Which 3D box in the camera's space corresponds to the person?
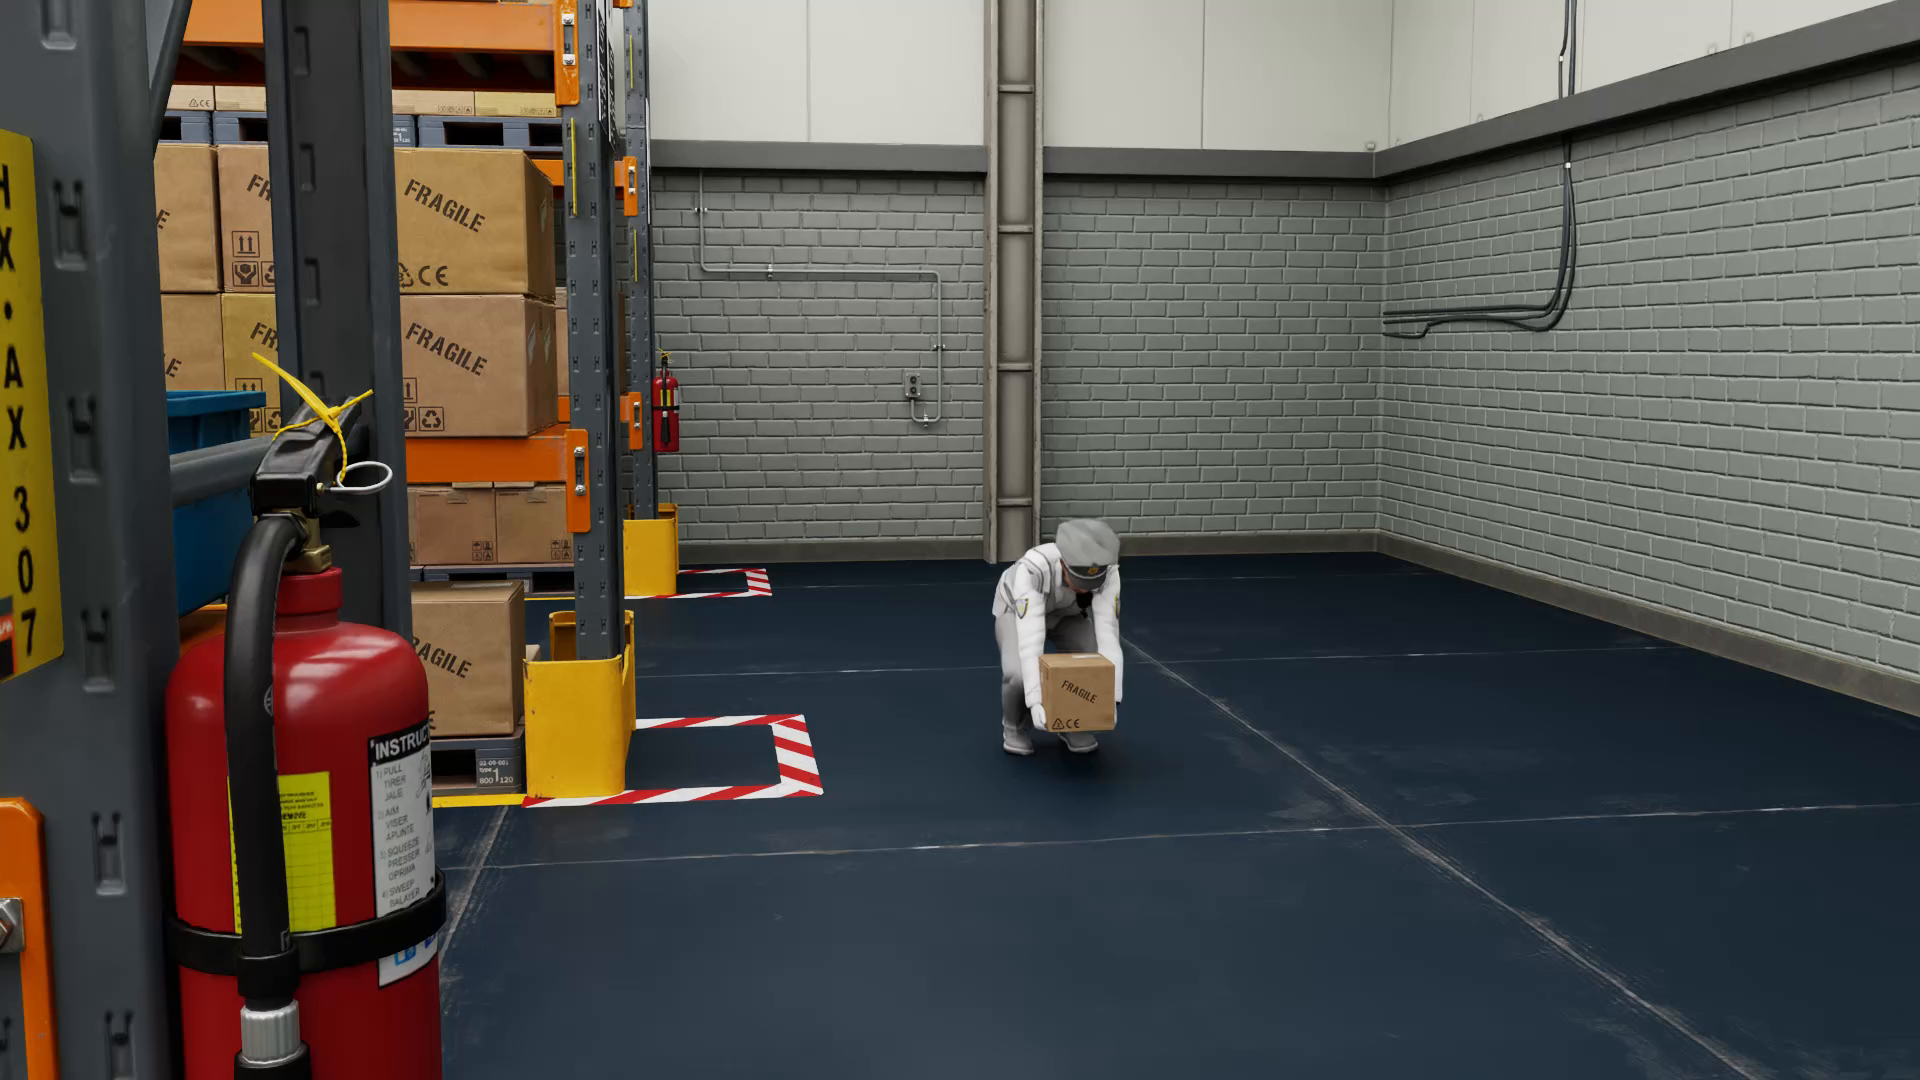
[{"bbox_3d":[0.385,0.379,6.573,0.458,0.981,0.876,-1,7,-10],"label":"person"}]
